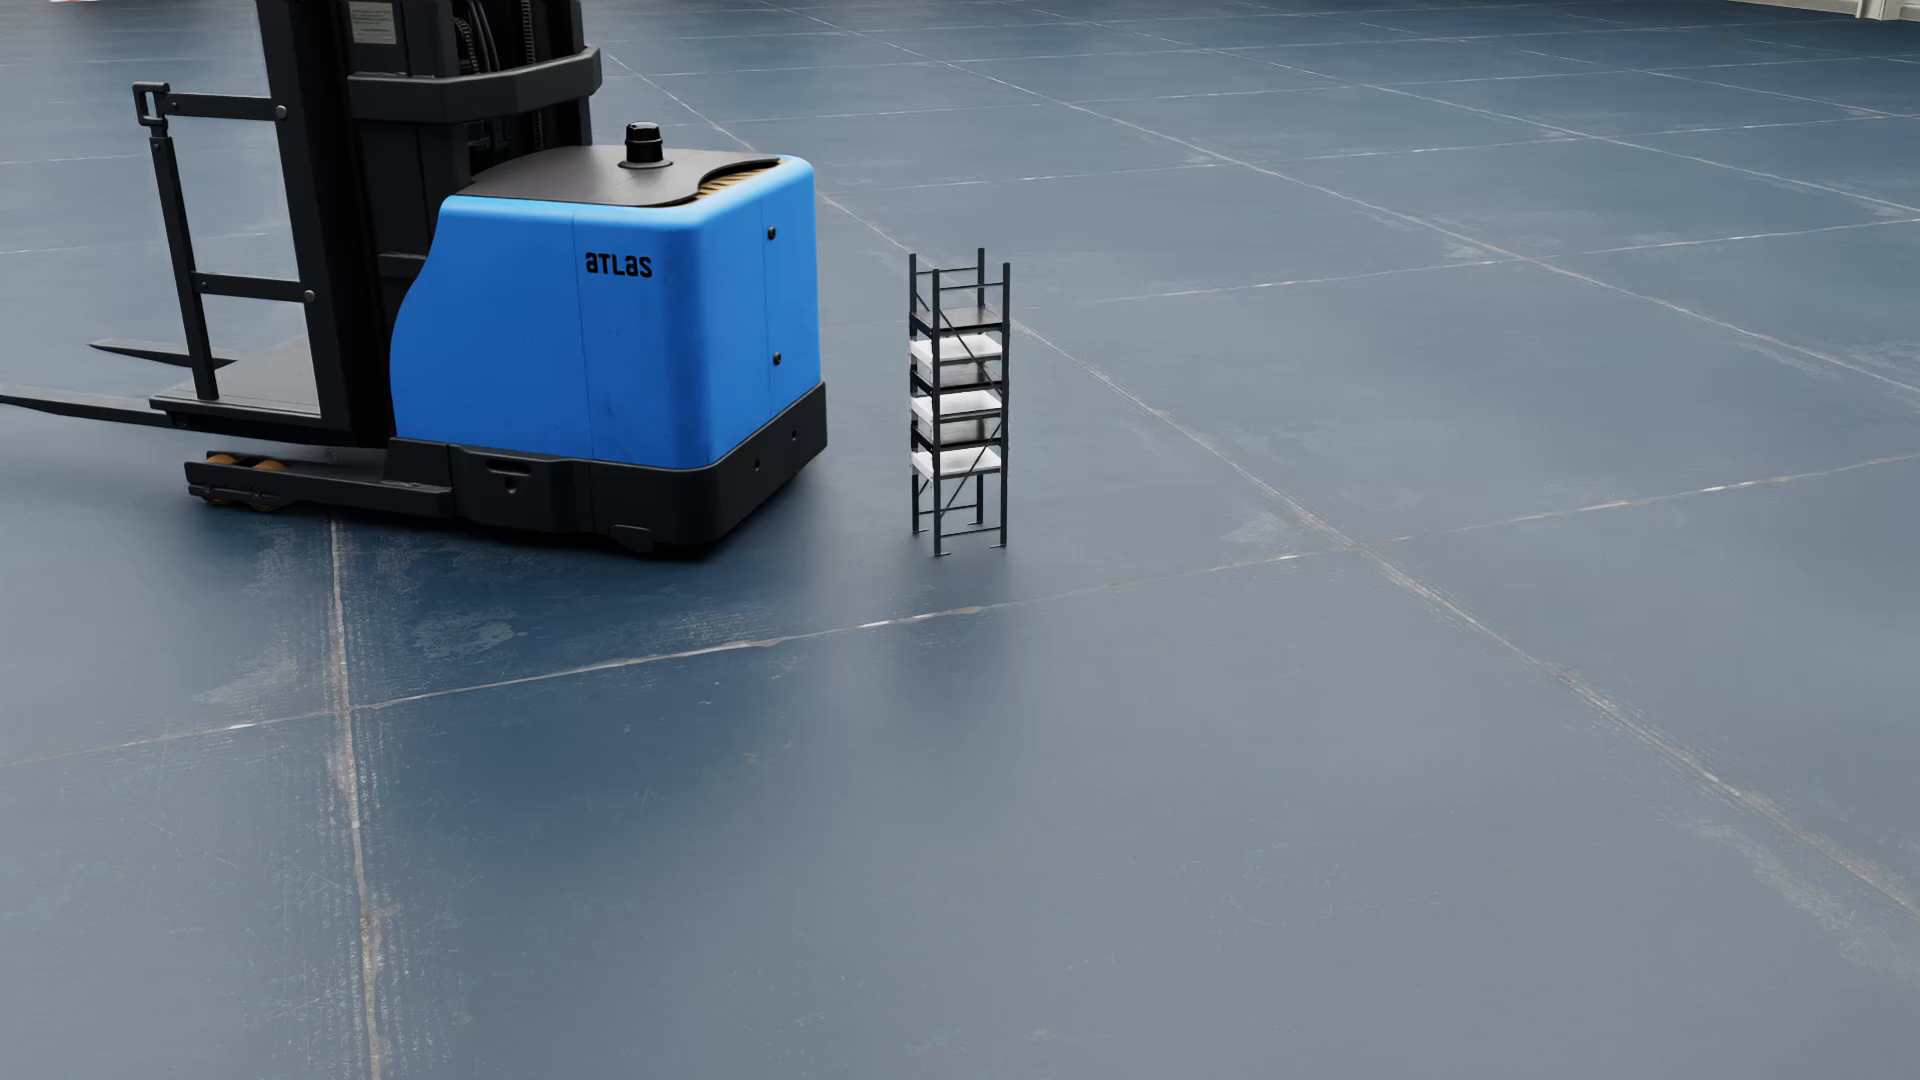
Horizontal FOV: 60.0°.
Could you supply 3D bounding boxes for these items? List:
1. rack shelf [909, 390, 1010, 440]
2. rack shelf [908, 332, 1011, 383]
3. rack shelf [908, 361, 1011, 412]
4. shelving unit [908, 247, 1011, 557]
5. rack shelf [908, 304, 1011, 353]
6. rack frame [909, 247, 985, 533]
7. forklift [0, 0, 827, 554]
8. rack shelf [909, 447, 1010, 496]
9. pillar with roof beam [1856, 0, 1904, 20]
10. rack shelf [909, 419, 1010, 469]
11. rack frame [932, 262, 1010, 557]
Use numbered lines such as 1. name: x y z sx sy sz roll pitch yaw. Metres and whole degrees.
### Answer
1. rack shelf: -0.003 -0.387 5.095 0.258 0.077 0.200 -8 24 -19
2. rack shelf: -0.003 -0.553 5.025 0.258 0.077 0.200 -8 24 -19
3. rack shelf: -0.003 -0.470 5.060 0.258 0.077 0.200 -8 24 -19
4. shelving unit: -0.003 -0.418 5.082 0.258 0.900 0.210 -8 24 -19
5. rack shelf: -0.003 -0.636 4.990 0.258 0.077 0.200 -8 24 -19
6. rack frame: -0.039 -0.455 5.170 0.240 0.900 0.006 -8 24 -19
7. forklift: -2.042 -1.629 5.341 3.031 2.935 1.130 7 24 16
8. rack shelf: -0.003 -0.221 5.165 0.258 0.077 0.200 -8 24 -19
9. pillar with roof beam: 7.308 -9.999 17.388 9.100 9.000 0.400 -8 24 -19
10. rack shelf: -0.003 -0.304 5.130 0.258 0.077 0.200 -8 24 -19
11. rack frame: 0.033 -0.381 4.995 0.240 0.900 0.006 -8 24 -19
